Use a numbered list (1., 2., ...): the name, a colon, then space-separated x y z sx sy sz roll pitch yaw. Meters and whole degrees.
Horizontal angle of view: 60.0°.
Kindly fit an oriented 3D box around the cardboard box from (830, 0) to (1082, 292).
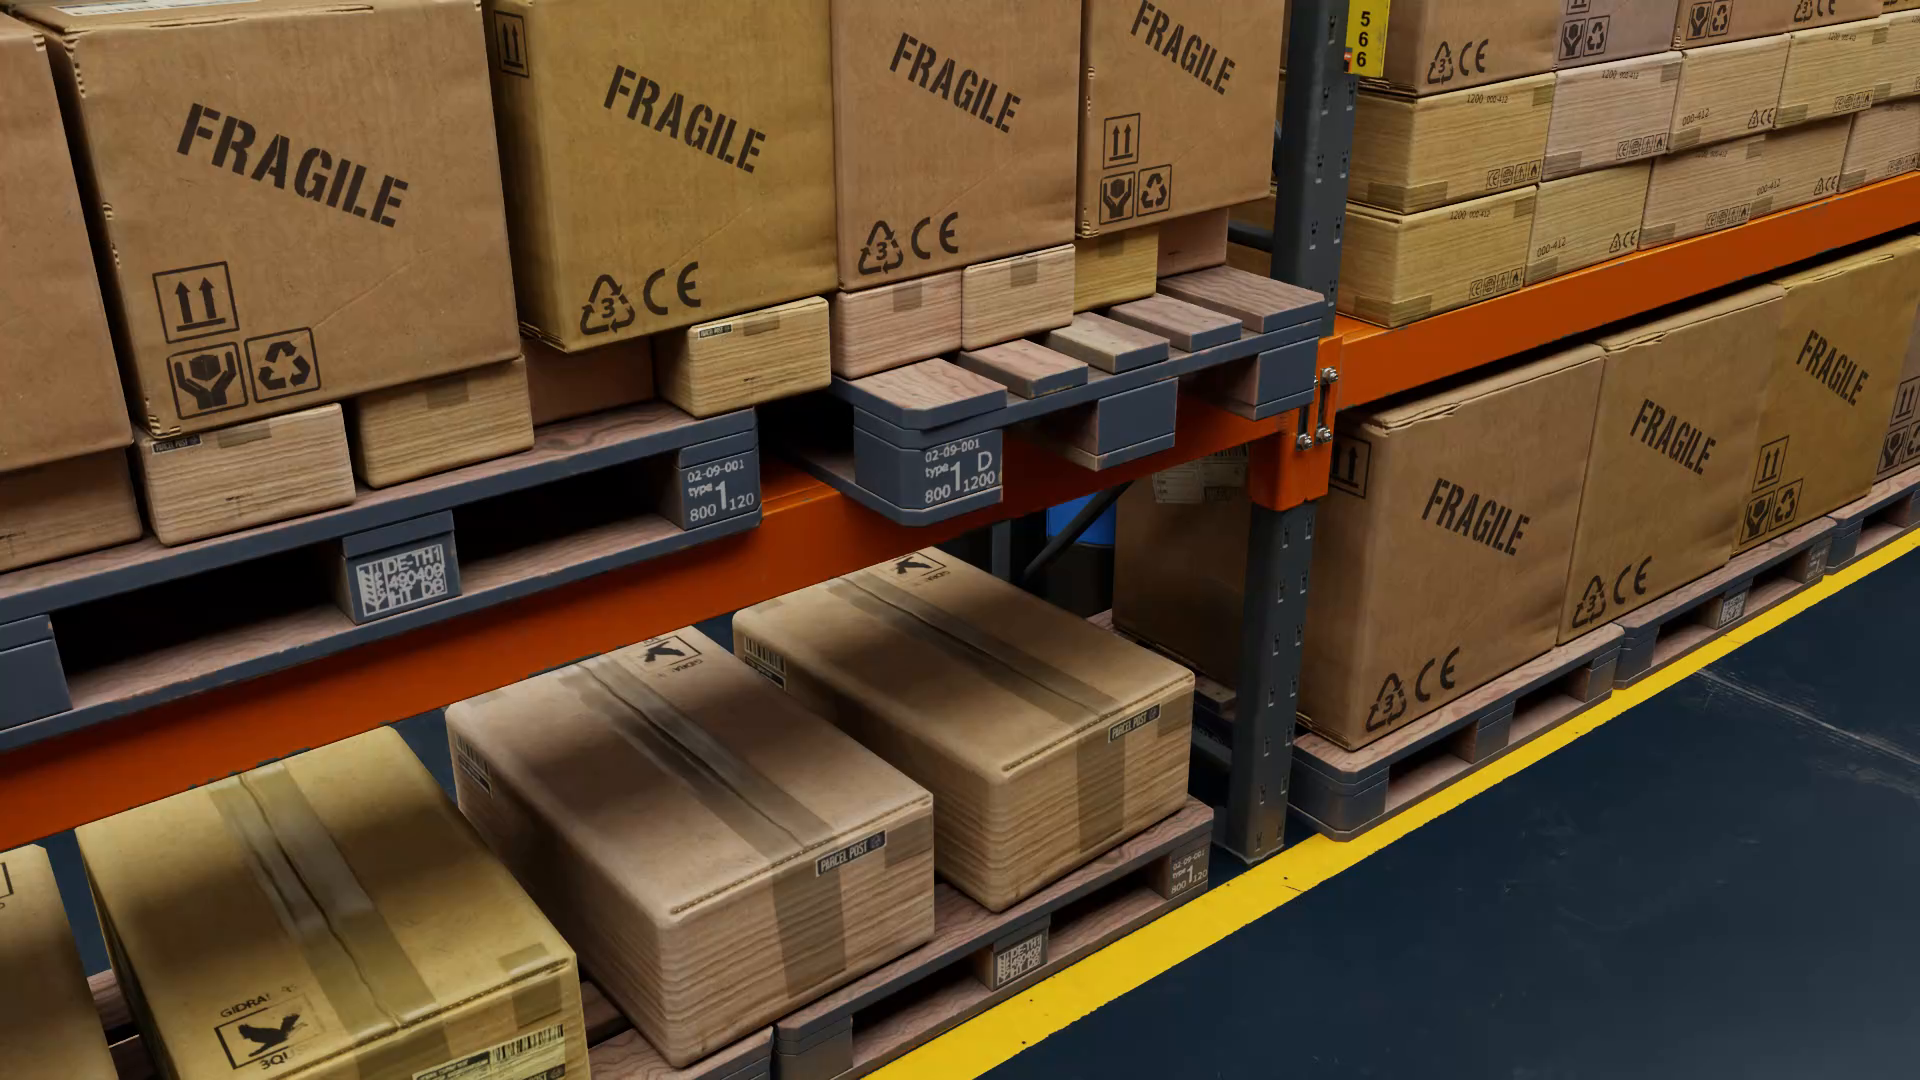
1. cardboard box: -0.144 -0.768 2.870 0.500 0.500 0.500 -19 31 -35

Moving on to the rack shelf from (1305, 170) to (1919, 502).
1. rack shelf: 2.016 -0.938 5.063 4.000 0.370 1.077 -18 31 -34

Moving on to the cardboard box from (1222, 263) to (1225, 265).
1. cardboard box: 0.679 -0.894 4.292 0.500 0.250 0.500 -20 31 -36

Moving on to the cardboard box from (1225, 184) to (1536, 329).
1. cardboard box: 0.982 -0.721 3.918 0.500 0.250 0.500 -19 31 -35

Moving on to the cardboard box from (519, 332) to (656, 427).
1. cardboard box: -0.694 -0.322 2.681 0.250 0.149 0.380 -18 30 -34

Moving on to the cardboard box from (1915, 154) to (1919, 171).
1. cardboard box: 2.990 -1.384 5.347 0.500 0.250 0.500 -19 31 -35

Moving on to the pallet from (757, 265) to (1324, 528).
1. pallet: -0.053 -0.438 3.358 1.003 0.211 1.213 -18 31 -34

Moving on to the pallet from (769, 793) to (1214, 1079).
1. pallet: -0.174 0.722 3.943 1.213 0.211 1.003 -18 31 -34

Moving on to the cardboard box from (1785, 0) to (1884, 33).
1. cardboard box: 2.181 -1.682 4.505 0.500 0.500 0.500 -18 30 -33

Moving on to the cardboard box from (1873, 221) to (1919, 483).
1. cardboard box: 3.151 -0.823 5.986 0.875 0.875 0.875 -17 30 -32

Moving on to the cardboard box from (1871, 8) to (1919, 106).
1. cardboard box: 2.600 -1.479 4.958 0.500 0.250 0.500 -17 30 -33

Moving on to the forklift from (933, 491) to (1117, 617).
1. forklift: -0.641 -1.488 5.474 3.031 2.935 1.130 12 27 23

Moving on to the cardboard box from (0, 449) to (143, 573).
1. cardboard box: -1.274 -0.099 2.200 0.250 0.149 0.380 -18 30 -34

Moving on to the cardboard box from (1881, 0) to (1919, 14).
1. cardboard box: 2.579 -1.822 4.806 0.500 0.500 0.500 -17 30 -33

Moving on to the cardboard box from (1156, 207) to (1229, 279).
1. cardboard box: 0.329 -0.658 3.405 0.250 0.149 0.380 -17 30 -32

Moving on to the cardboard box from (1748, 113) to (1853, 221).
1. cardboard box: 2.178 -1.124 4.786 0.500 0.250 0.500 -18 31 -34

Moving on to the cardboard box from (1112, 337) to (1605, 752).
1. cardboard box: 1.037 -0.124 4.478 0.875 0.875 0.875 -19 31 -34

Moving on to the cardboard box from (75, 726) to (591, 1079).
1. cardboard box: -1.185 0.789 3.109 0.625 0.372 0.950 -17 30 -32

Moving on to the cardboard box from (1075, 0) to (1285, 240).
1. cardboard box: 0.256 -0.906 3.167 0.500 0.500 0.500 -19 31 -35

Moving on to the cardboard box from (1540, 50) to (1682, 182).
1. cardboard box: 1.400 -1.088 4.114 0.500 0.250 0.500 -17 30 -33

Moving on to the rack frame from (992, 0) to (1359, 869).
1. rack frame: 0.442 -0.745 3.792 0.127 3.000 1.000 -18 31 -34

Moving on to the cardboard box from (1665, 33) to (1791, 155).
1. cardboard box: 1.800 -1.213 4.385 0.500 0.250 0.500 -18 31 -34

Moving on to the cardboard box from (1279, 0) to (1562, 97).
1. cardboard box: 0.981 -1.291 3.662 0.500 0.500 0.500 -19 31 -36

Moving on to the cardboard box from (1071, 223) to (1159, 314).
1. cardboard box: 0.163 -0.565 3.204 0.250 0.149 0.380 -18 30 -33

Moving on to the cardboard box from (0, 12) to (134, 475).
1. cardboard box: -1.369 -0.358 1.987 0.500 0.500 0.500 -18 31 -34

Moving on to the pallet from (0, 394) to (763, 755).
1. pallet: -1.091 -0.130 2.695 1.213 0.211 1.003 -18 31 -34

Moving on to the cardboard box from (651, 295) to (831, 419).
1. cardboard box: -0.419 -0.346 2.731 0.250 0.149 0.380 -18 30 -33

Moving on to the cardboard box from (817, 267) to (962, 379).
1. cardboard box: -0.211 -0.422 2.895 0.250 0.149 0.380 -20 32 -36

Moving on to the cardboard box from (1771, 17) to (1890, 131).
1. cardboard box: 2.207 -1.340 4.659 0.500 0.250 0.500 -18 30 -33

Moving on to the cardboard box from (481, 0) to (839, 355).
1. cardboard box: -0.541 -0.636 2.587 0.500 0.500 0.500 -21 32 -37

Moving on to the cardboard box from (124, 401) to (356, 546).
1. cardboard box: -1.033 -0.151 2.311 0.250 0.149 0.380 -17 30 -32

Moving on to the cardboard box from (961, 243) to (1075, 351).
1. cardboard box: -0.008 -0.485 3.031 0.250 0.149 0.380 -19 31 -34

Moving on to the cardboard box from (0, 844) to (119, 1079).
1. cardboard box: -1.731 0.971 2.718 0.625 0.372 0.950 -16 29 -31

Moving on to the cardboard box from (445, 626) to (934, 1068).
1. cardboard box: -0.585 0.594 3.529 0.625 0.372 0.950 -19 31 -35

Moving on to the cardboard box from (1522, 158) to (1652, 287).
1. cardboard box: 1.375 -0.860 4.218 0.500 0.250 0.500 -19 31 -35

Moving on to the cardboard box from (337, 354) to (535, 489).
1. cardboard box: -0.841 -0.230 2.481 0.250 0.149 0.380 -19 31 -36

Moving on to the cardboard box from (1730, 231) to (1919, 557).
1. cardboard box: 2.445 -0.586 5.475 0.875 0.875 0.875 -17 30 -33

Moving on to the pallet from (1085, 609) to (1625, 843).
1. pallet: 1.109 0.340 4.767 1.213 0.211 1.003 -18 31 -34

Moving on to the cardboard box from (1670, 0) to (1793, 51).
1. cardboard box: 1.782 -1.552 4.225 0.500 0.500 0.500 -17 30 -33

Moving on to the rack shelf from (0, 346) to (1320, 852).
1. rack shelf: -1.132 0.101 2.824 4.000 0.370 1.077 -18 31 -34

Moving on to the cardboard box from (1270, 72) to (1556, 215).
1. cardboard box: 0.993 -0.954 3.826 0.500 0.250 0.500 -19 31 -34

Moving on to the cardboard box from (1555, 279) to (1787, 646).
1. cardboard box: 1.741 -0.354 4.975 0.875 0.875 0.875 -18 30 -33

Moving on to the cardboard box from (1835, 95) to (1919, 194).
1. cardboard box: 2.582 -1.259 5.079 0.500 0.250 0.500 -19 31 -35

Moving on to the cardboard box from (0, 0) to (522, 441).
1. cardboard box: -0.971 -0.495 2.282 0.500 0.500 0.500 -20 31 -36

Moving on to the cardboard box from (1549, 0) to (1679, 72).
1. cardboard box: 1.365 -1.423 3.947 0.500 0.500 0.500 -18 30 -34

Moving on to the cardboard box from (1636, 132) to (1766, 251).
1. cardboard box: 1.792 -0.994 4.508 0.500 0.250 0.500 -17 30 -32

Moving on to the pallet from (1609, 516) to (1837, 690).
1. pallet: 2.068 0.025 5.446 1.213 0.211 1.003 -18 31 -34

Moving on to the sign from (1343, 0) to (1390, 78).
1. sign: 0.784 -1.057 3.183 0.005 0.325 0.100 -18 31 -34

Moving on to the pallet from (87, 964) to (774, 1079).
1. pallet: -1.133 1.037 3.264 1.213 0.211 1.003 -18 31 -34

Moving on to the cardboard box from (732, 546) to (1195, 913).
1. cardboard box: -0.009 0.400 3.948 0.625 0.372 0.950 -21 32 -37

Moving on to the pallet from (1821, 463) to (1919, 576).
1. pallet: 3.029 -0.294 6.132 1.213 0.211 1.003 -18 31 -34
